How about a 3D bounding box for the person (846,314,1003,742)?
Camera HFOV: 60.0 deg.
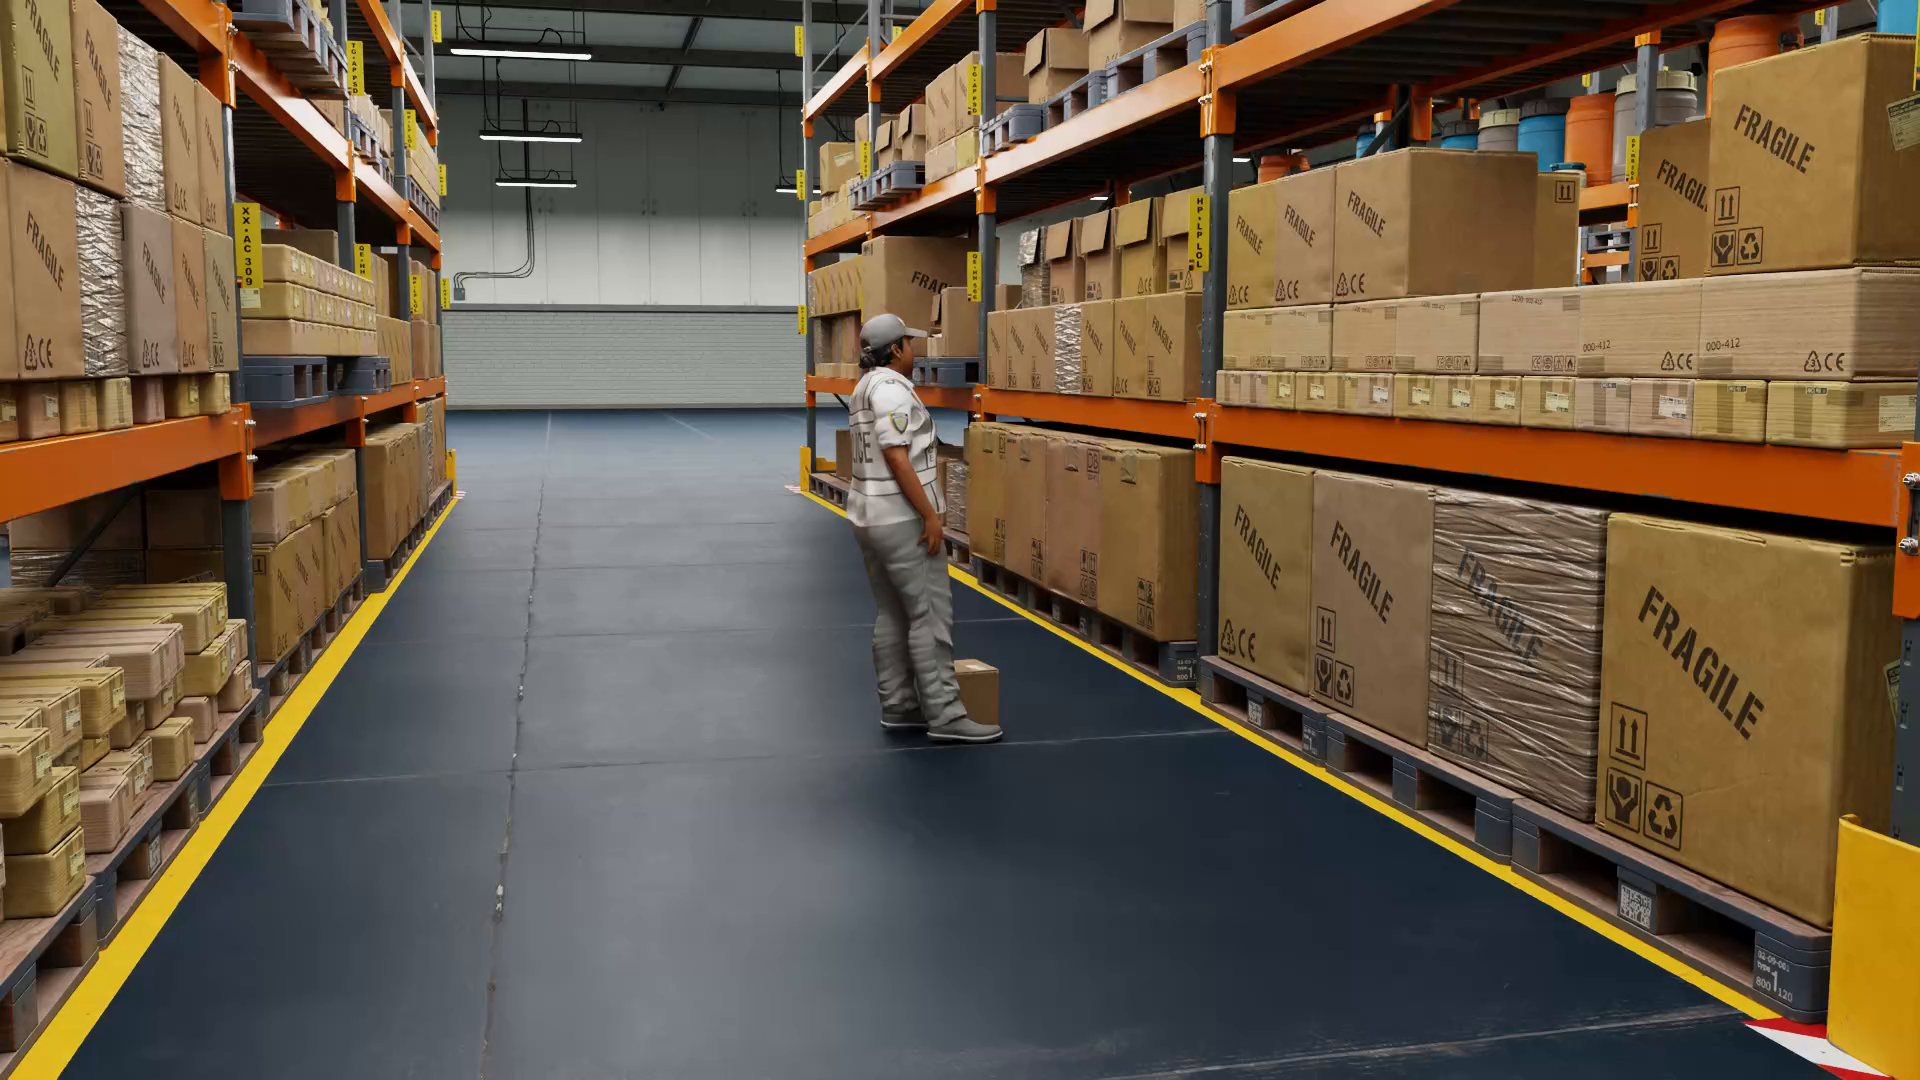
[{"bbox_3d":[-0.165,-0.060,6.625,0.529,1.670,0.598,-2,7,-20],"label":"person"}]
